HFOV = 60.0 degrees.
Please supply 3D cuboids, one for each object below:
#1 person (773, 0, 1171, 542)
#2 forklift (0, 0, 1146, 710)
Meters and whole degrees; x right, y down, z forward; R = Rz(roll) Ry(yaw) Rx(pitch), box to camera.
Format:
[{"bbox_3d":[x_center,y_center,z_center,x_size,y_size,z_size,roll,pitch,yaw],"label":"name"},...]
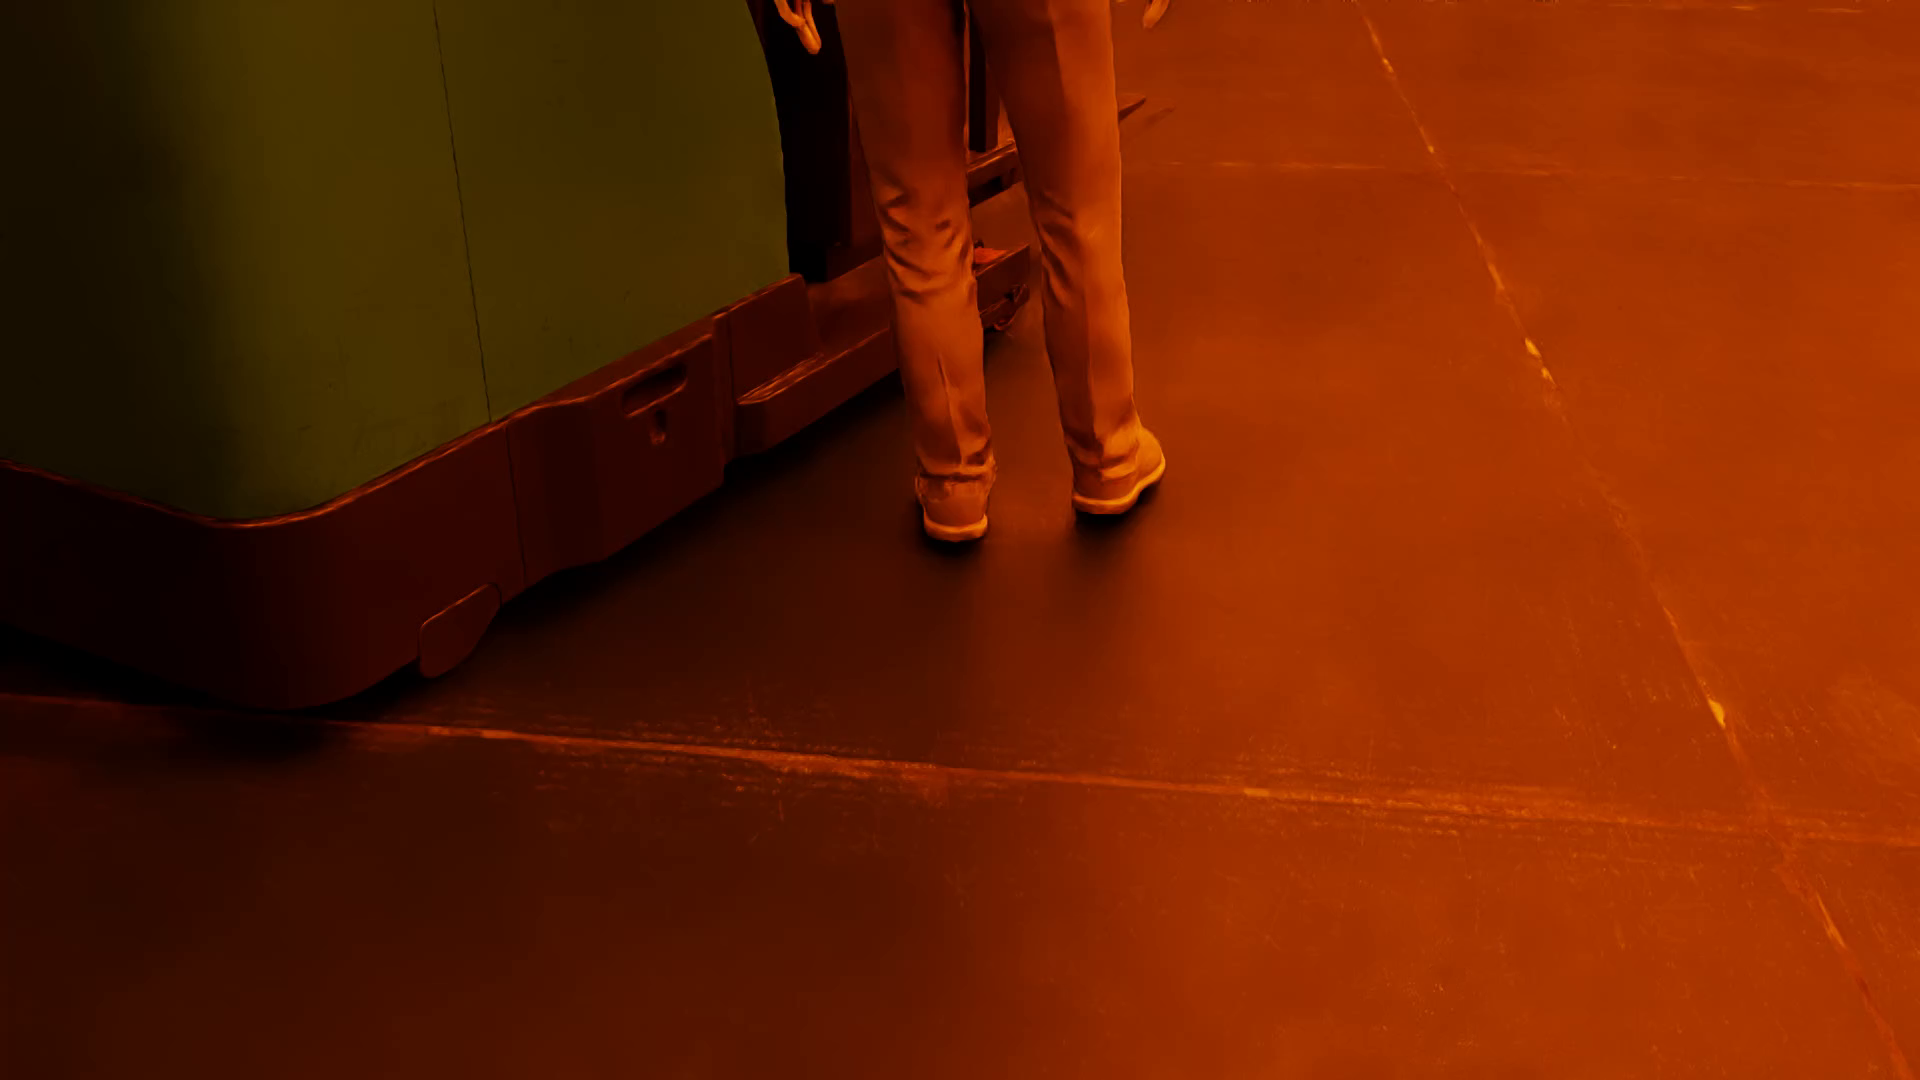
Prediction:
[{"bbox_3d":[0.016,-0.803,2.175,0.586,1.693,0.529,3,27,7],"label":"person"},{"bbox_3d":[-0.514,-1.739,2.702,1.130,2.935,3.031,13,29,24],"label":"forklift"}]
